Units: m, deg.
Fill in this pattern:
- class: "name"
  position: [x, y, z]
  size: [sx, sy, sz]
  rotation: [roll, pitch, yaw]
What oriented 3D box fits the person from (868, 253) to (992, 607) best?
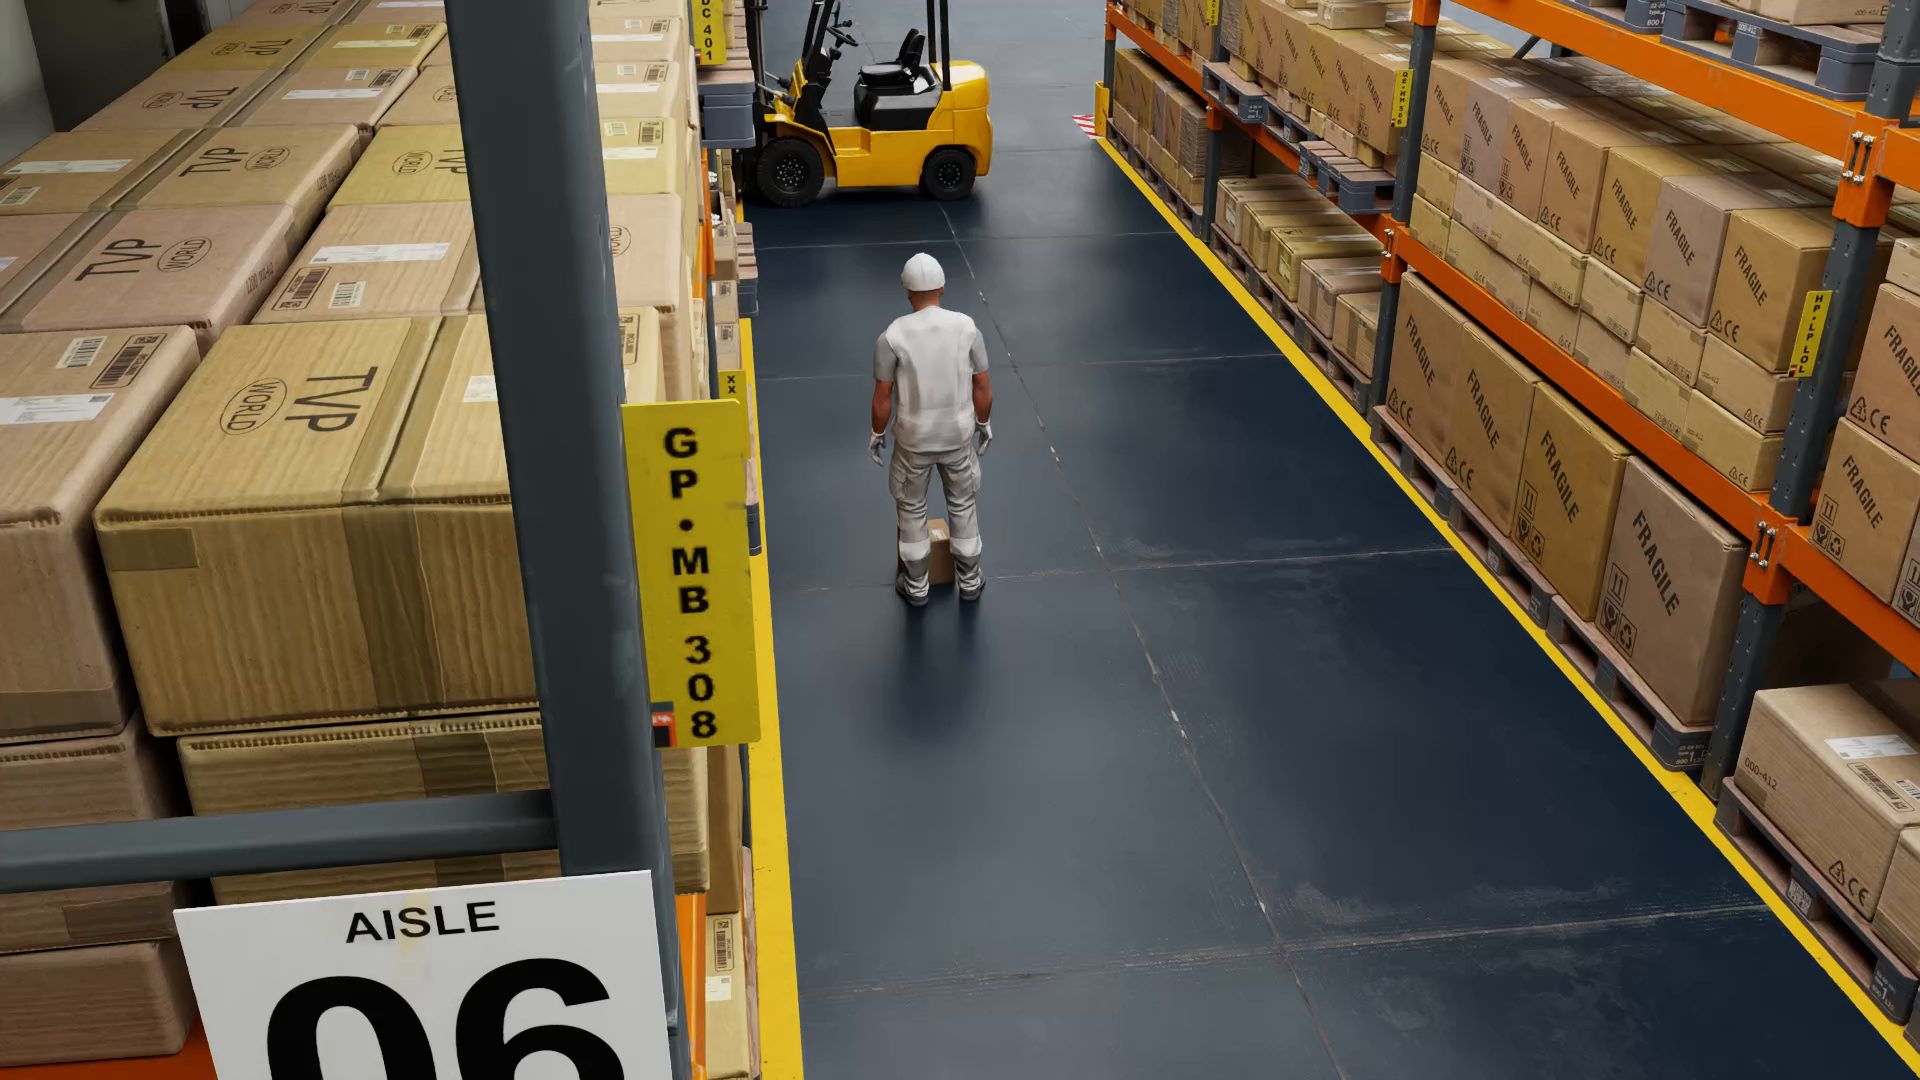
- class: "person"
  position: [-0.139, -0.515, 8.113]
  size: [0.623, 1.780, 0.446]
  rotation: [-5, 27, -10]
